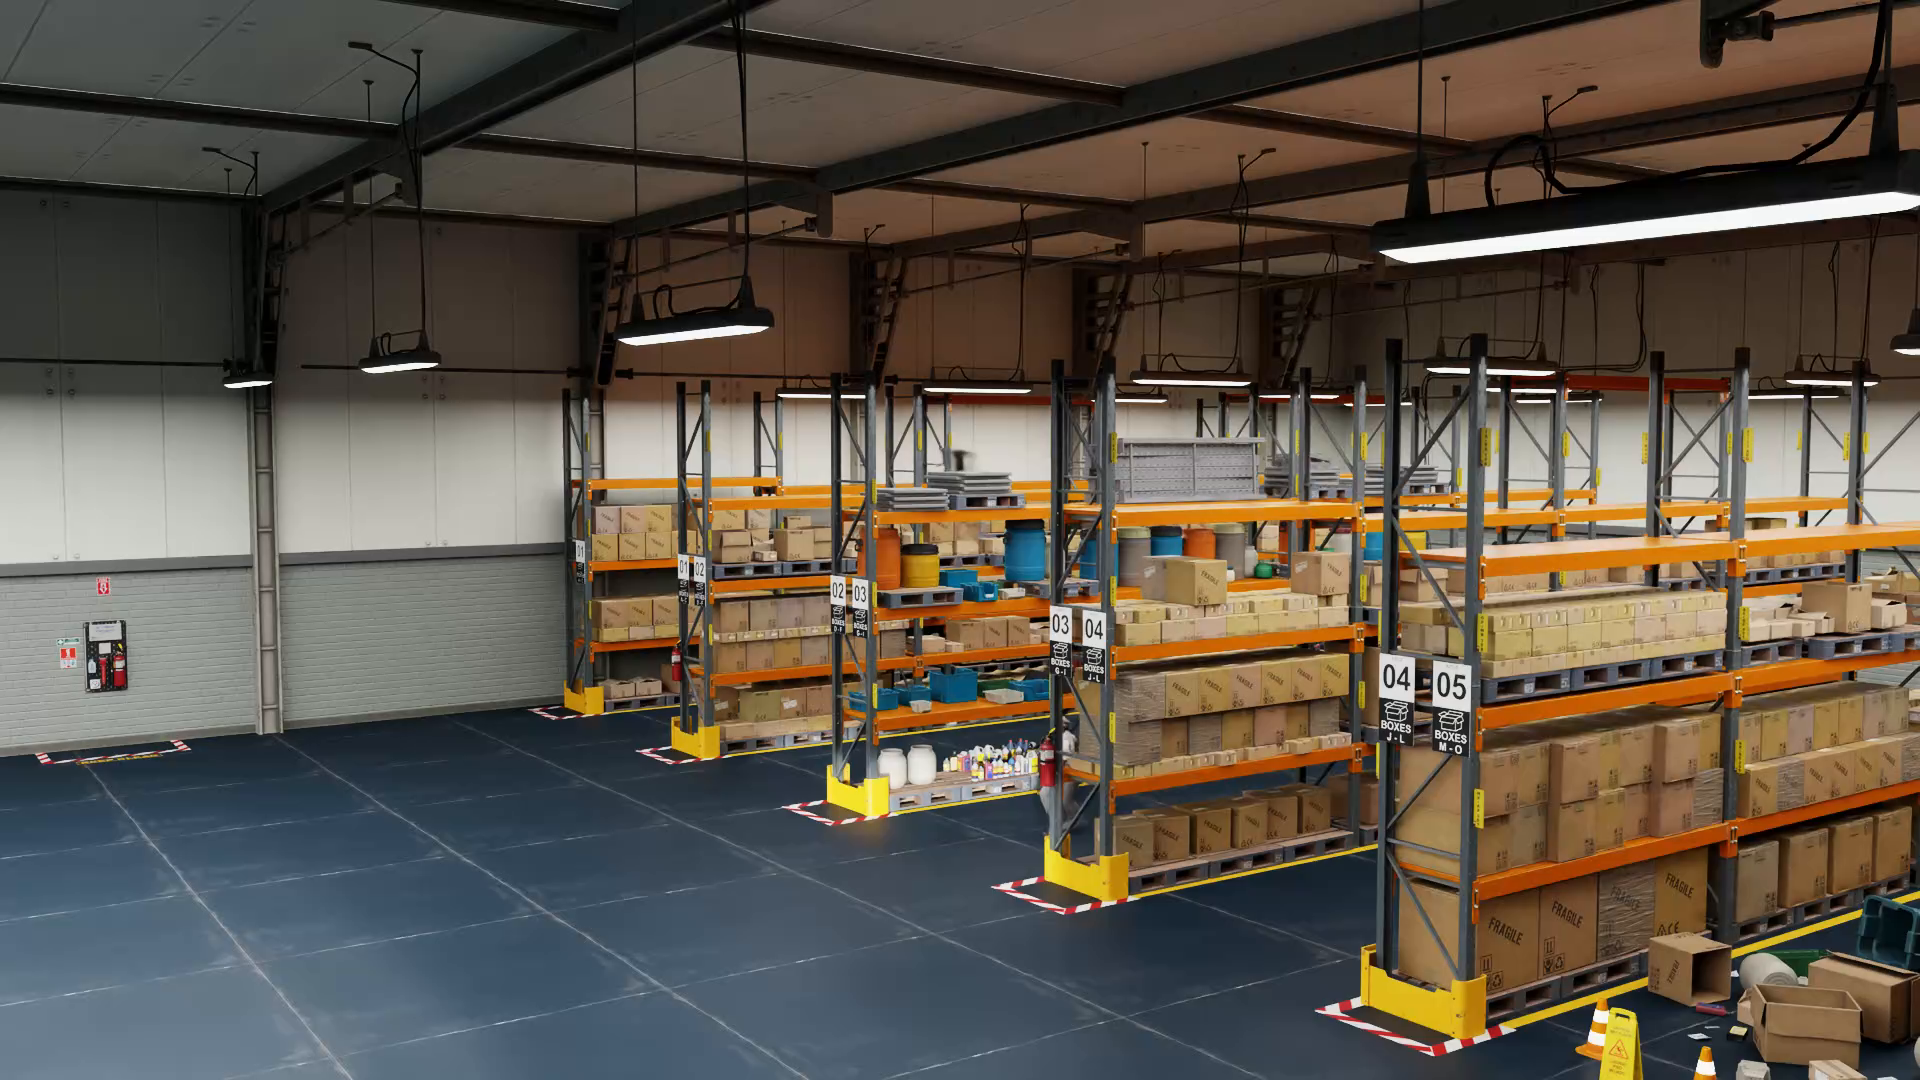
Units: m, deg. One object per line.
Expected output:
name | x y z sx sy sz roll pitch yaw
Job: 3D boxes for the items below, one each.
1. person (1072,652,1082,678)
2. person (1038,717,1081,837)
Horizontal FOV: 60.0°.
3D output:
person | 2.172 2.530 28.319 0.877 1.627 0.700 -3 5 -38
person | 1.315 2.985 21.238 0.676 1.598 0.699 -1 4 -21
